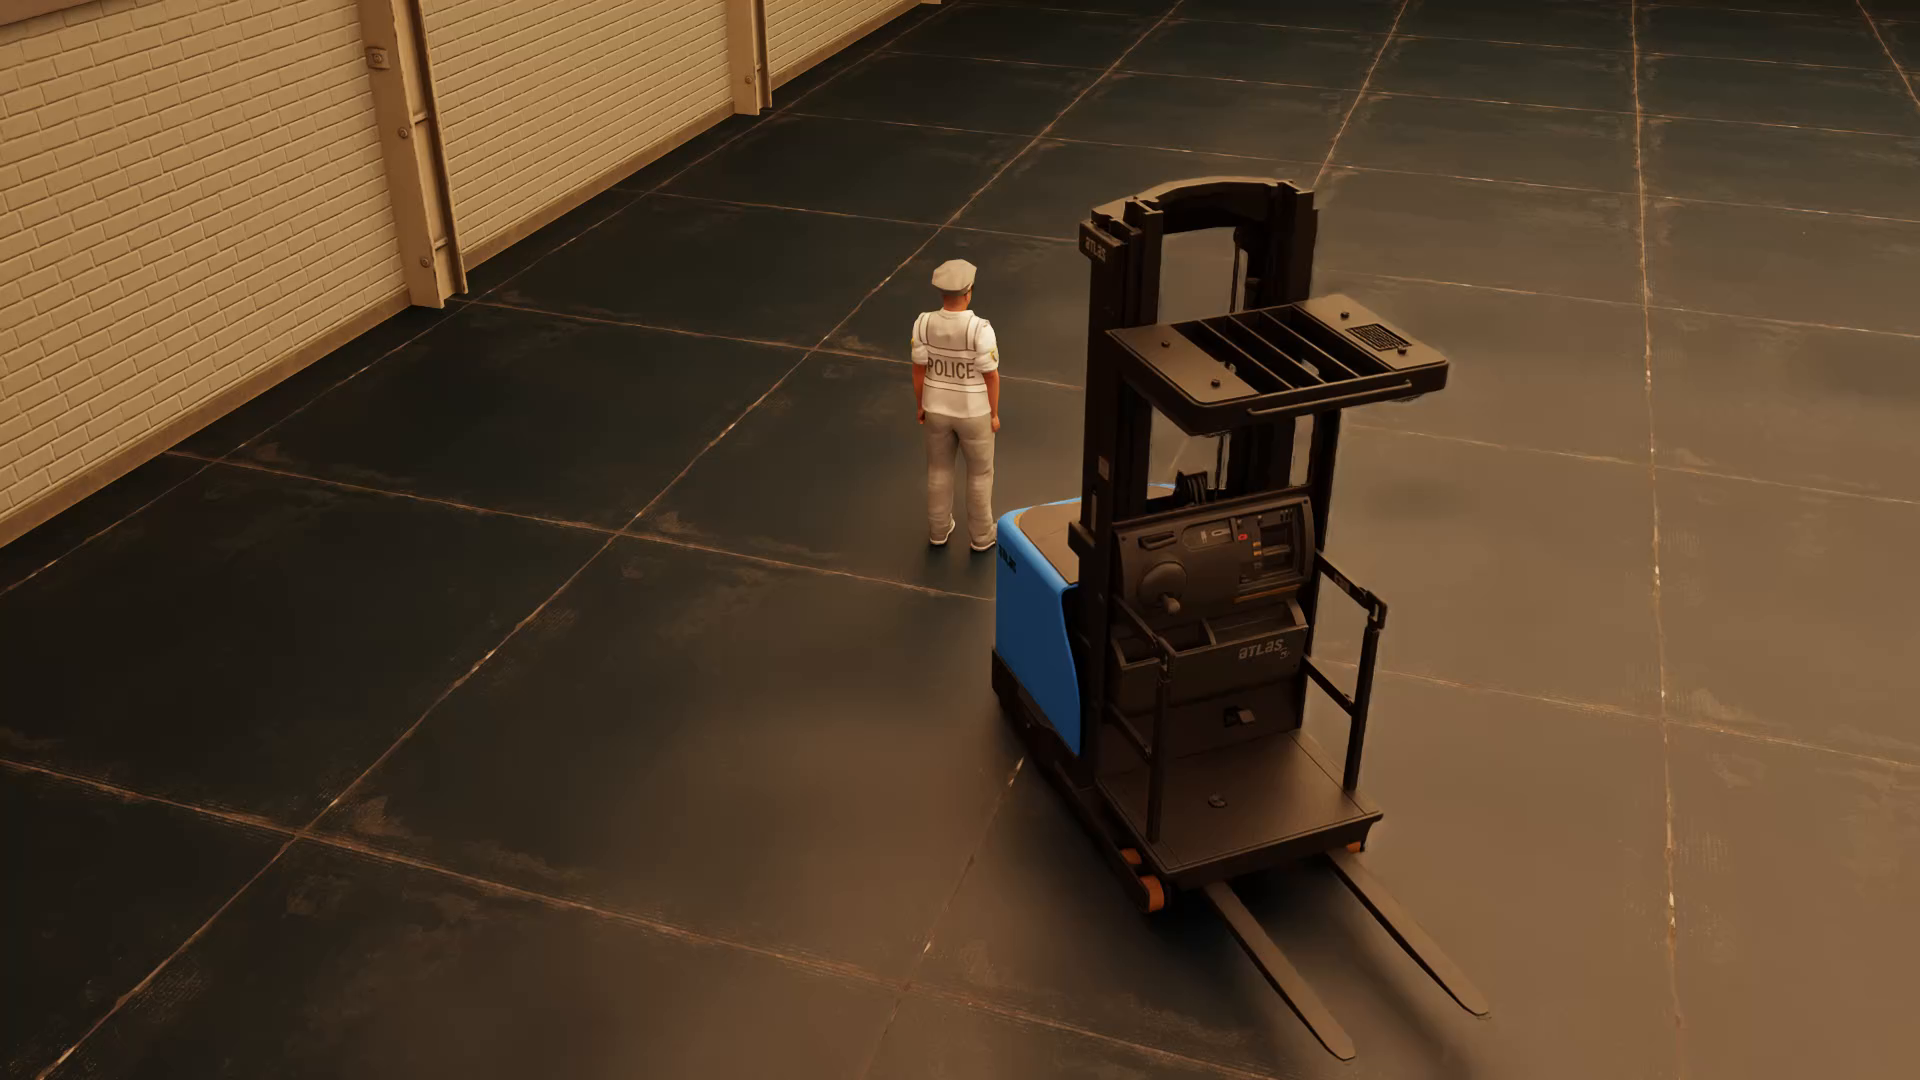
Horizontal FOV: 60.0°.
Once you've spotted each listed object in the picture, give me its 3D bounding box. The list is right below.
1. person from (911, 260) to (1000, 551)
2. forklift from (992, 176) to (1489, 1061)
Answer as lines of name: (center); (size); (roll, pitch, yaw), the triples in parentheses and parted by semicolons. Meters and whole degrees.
person: (-0.004, -0.773, 9.664); (0.526, 1.776, 0.407); (10, 31, 16)
forklift: (1.182, 0.113, 6.939); (1.130, 2.935, 3.031); (-11, 32, -19)
